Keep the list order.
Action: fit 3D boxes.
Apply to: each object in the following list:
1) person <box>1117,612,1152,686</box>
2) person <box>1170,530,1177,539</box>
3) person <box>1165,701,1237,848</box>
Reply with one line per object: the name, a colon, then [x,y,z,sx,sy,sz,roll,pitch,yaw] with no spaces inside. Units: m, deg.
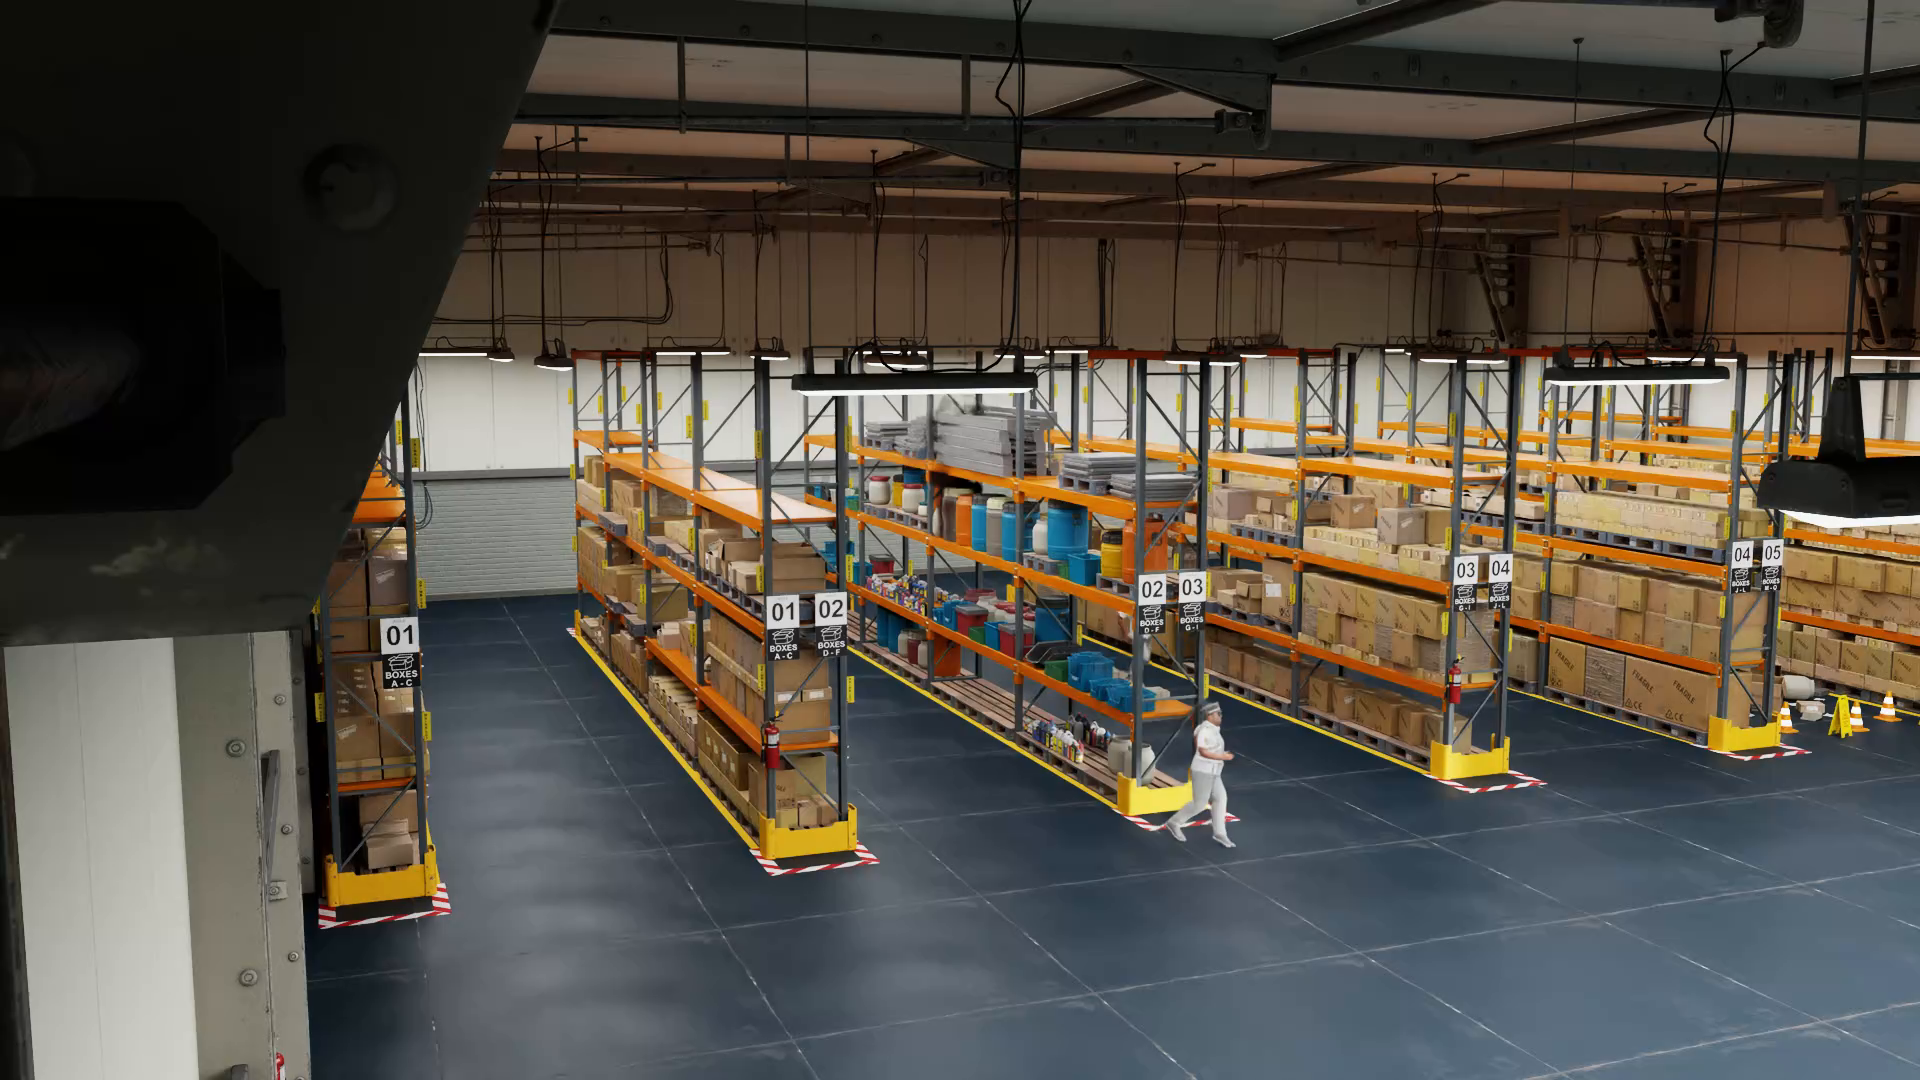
person: [3.108,1.656,28.364,0.690,1.745,0.597,-5,9,-36]
person: [4.966,0.590,39.007,0.762,1.787,0.926,0,7,-2]
person: [3.028,2.901,20.697,0.887,1.821,0.685,2,7,17]
